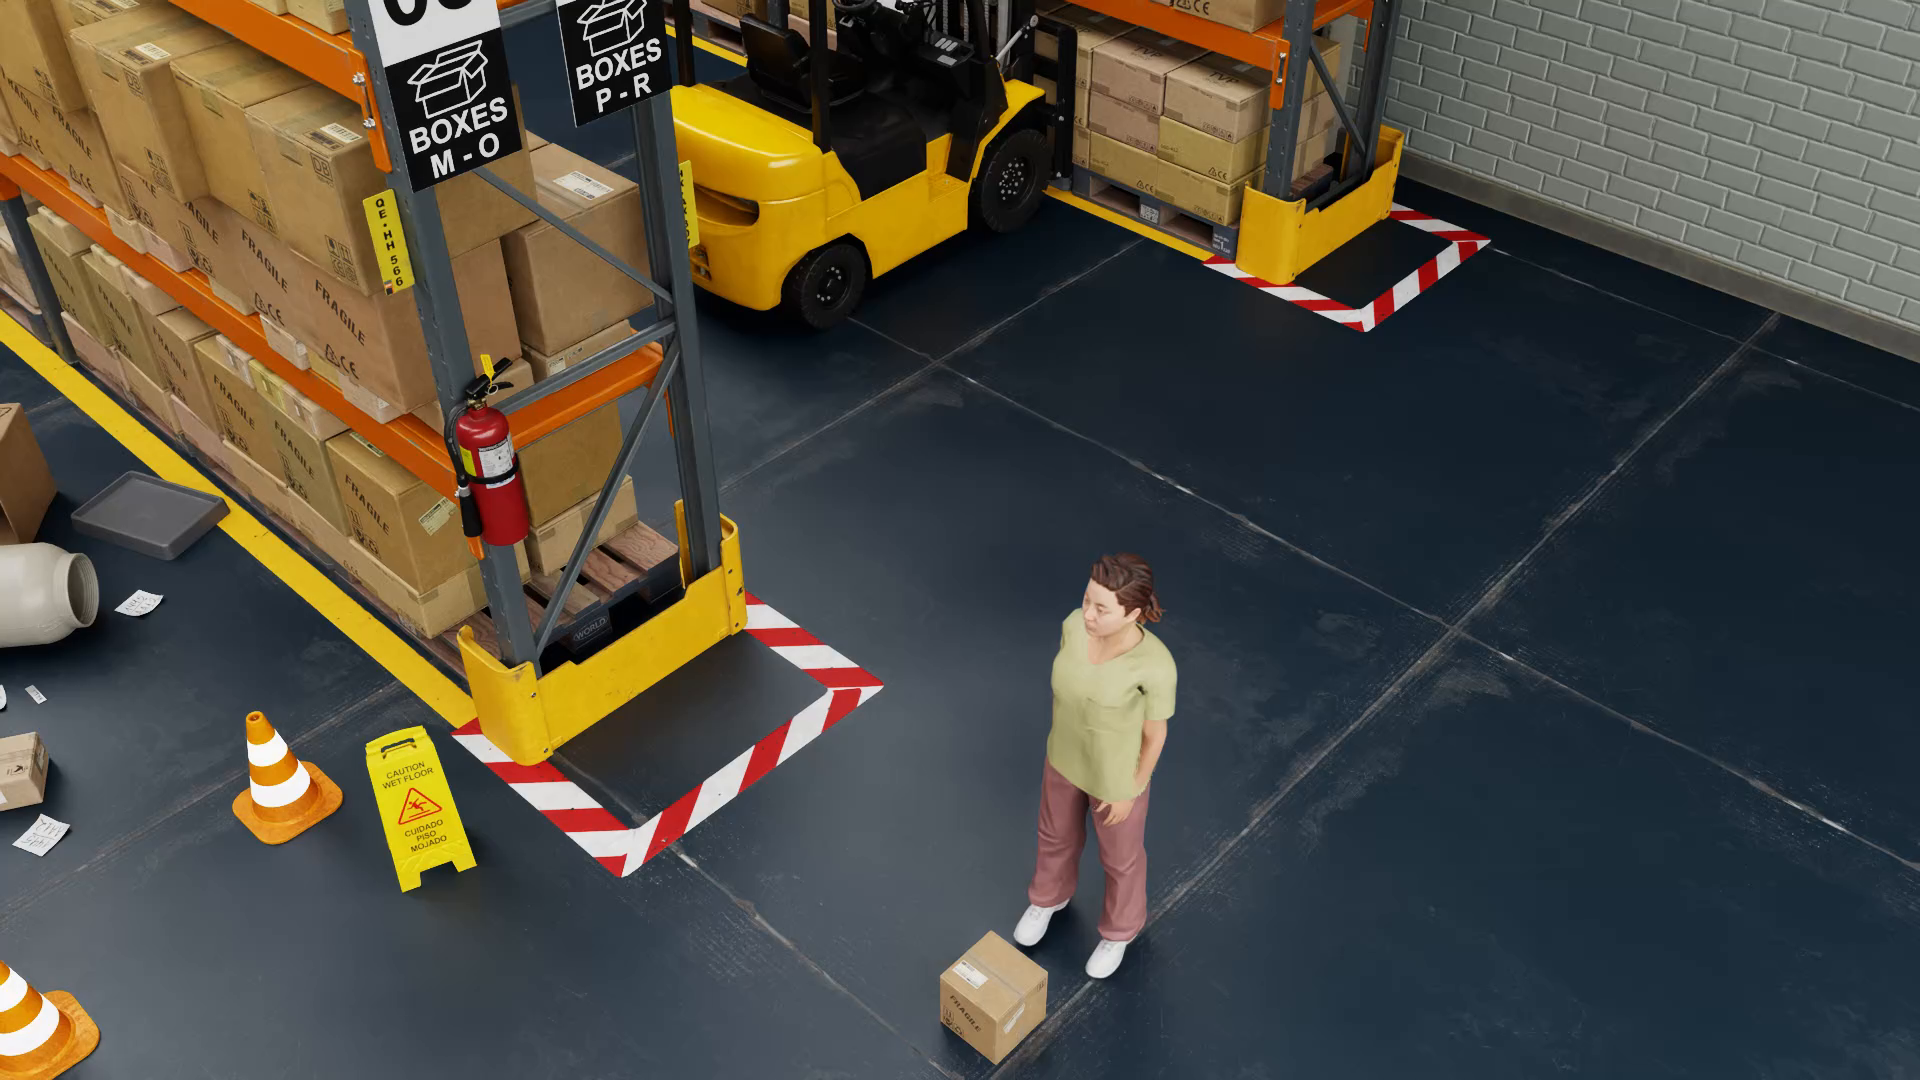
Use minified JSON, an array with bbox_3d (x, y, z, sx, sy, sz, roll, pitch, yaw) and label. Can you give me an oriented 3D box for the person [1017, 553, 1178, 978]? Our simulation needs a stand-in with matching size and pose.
[{"bbox_3d":[0.438,0.728,5.269,0.439,1.669,0.397,31,49,32],"label":"person"}]
